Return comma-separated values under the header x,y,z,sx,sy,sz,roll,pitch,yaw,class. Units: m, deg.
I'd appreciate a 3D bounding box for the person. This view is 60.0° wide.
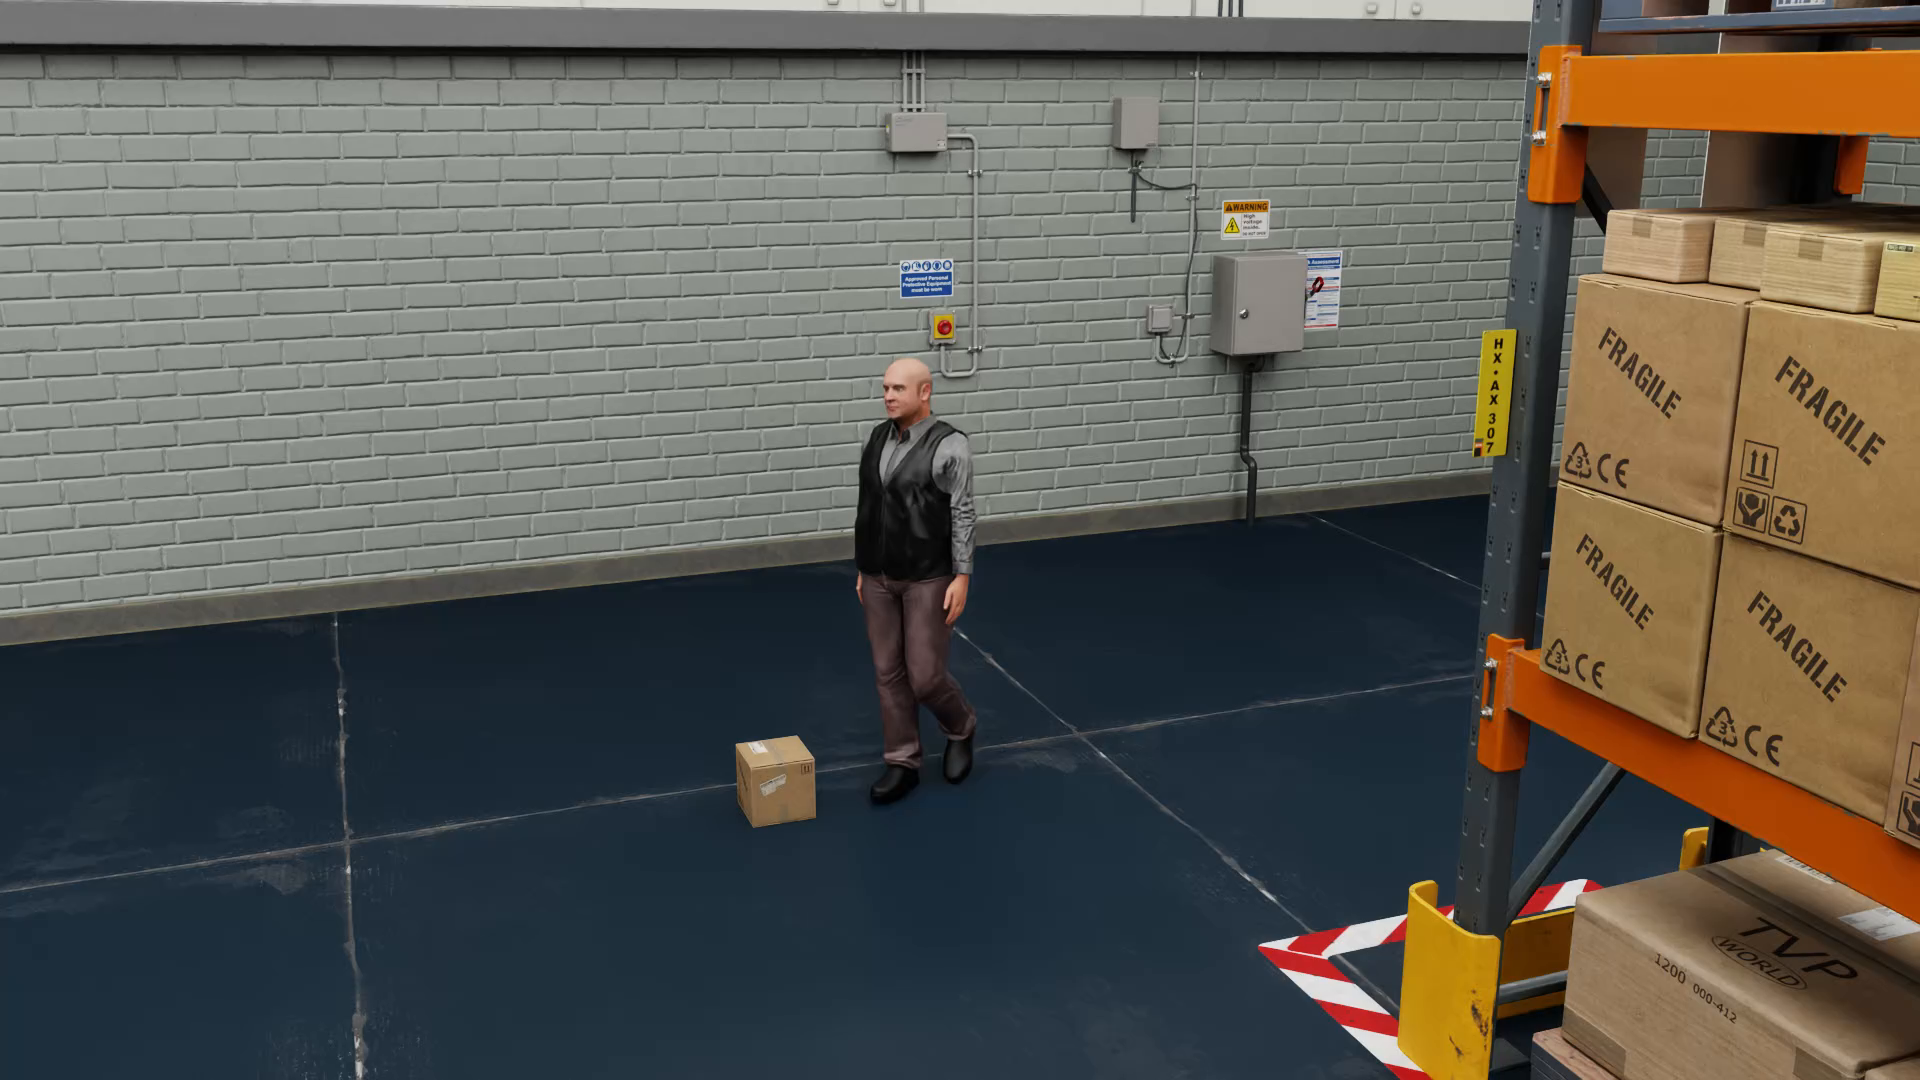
x,y,z,sx,sy,sz,roll,pitch,yaw,class
-0.184,0.150,6.510,0.571,1.723,0.562,10,18,32,person
